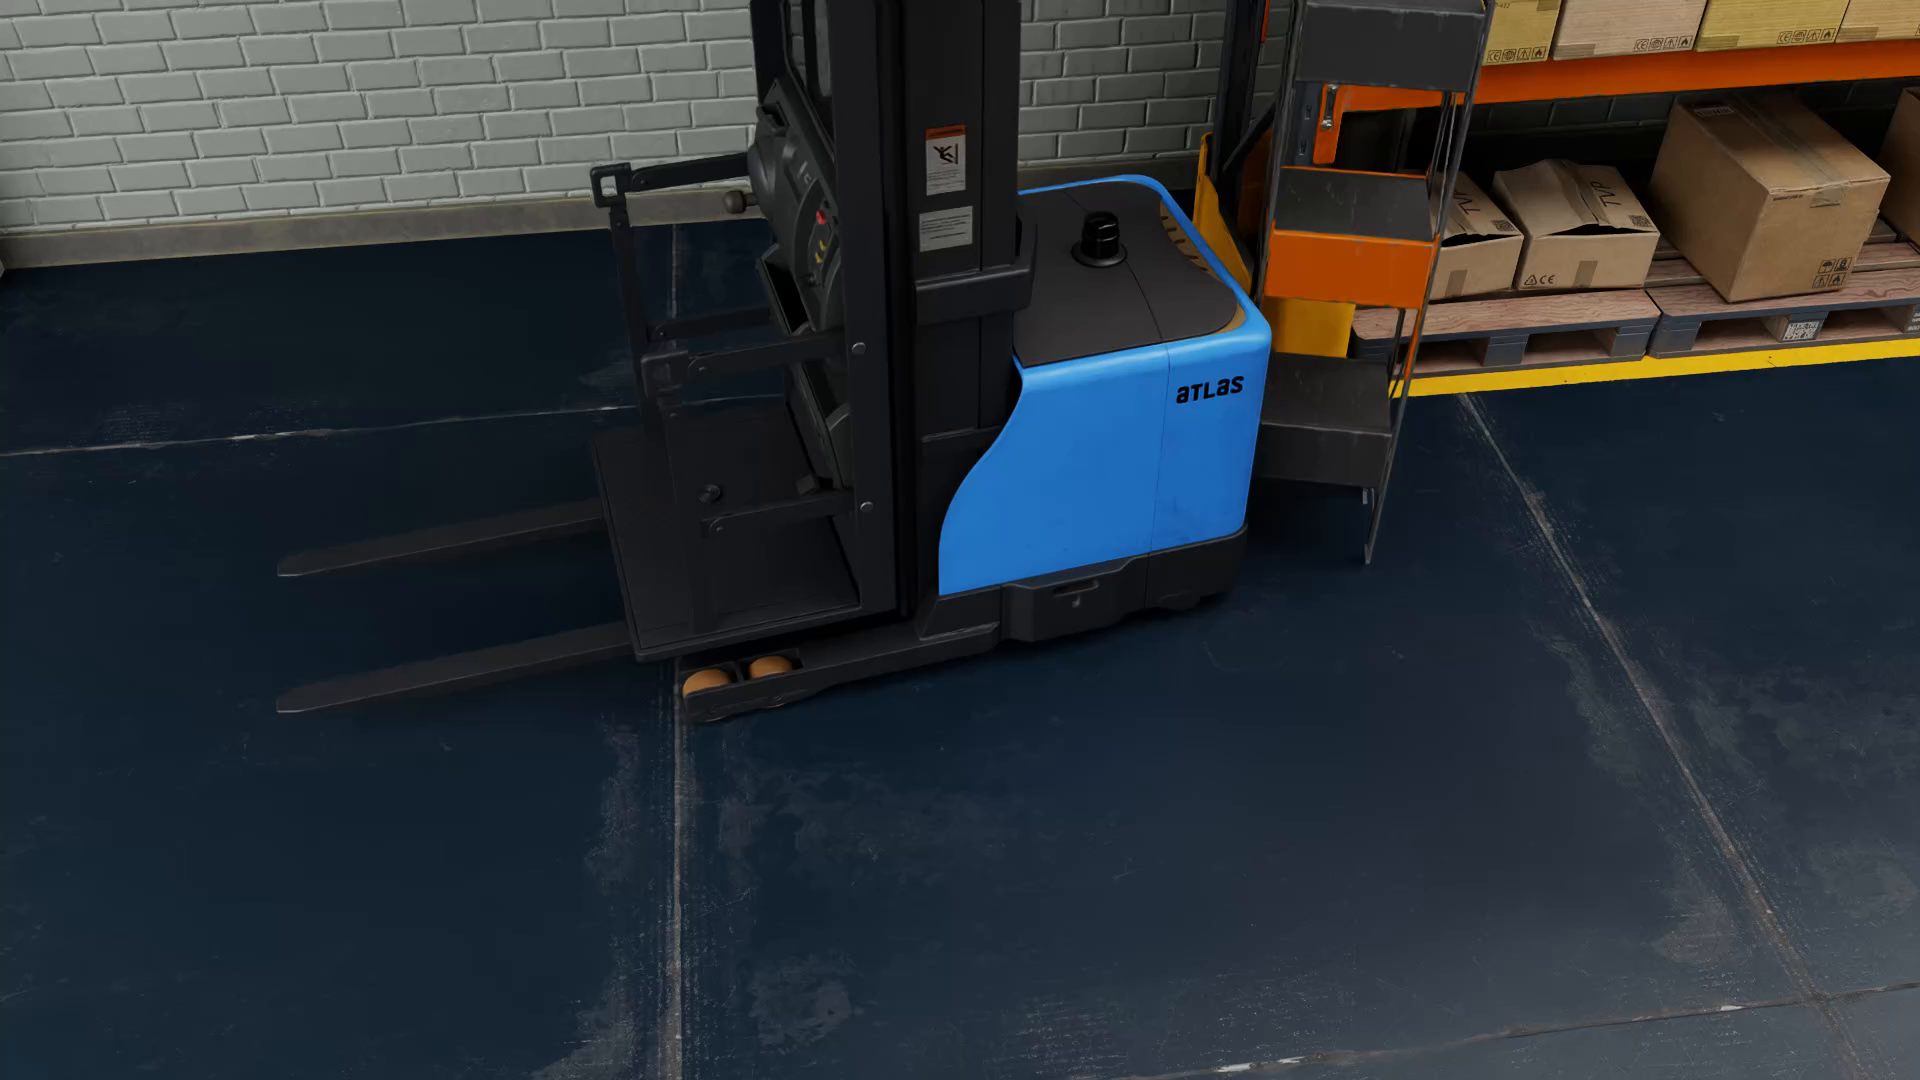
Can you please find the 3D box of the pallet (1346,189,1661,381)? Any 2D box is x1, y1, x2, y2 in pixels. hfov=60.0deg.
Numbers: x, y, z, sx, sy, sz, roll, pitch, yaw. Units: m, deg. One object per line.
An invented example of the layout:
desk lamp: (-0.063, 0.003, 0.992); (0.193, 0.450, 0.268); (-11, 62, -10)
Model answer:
pallet: (2.040, -1.065, 6.773); (1.213, 0.211, 1.003); (-5, 42, -6)

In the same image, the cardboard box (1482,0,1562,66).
cardboard box: (1.679, -1.830, 5.636); (0.500, 0.250, 0.500); (-6, 42, -7)

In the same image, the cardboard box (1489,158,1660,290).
cardboard box: (2.417, -1.261, 6.588); (0.500, 0.311, 0.500); (-2, 42, -2)

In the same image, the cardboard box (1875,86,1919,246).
cardboard box: (4.096, -1.513, 6.725); (0.500, 0.500, 0.500); (-8, 43, -9)

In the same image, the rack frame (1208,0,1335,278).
rack frame: (1.154, -2.047, 5.780); (0.127, 3.000, 1.000); (-5, 42, -6)

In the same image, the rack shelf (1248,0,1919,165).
rack shelf: (3.137, -1.953, 6.213); (4.000, 0.370, 1.077); (-5, 42, -6)

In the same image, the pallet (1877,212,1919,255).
pallet: (4.459, -1.277, 7.008); (1.213, 0.211, 1.003); (-5, 42, -6)

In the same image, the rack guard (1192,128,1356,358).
rack guard: (1.229, -1.125, 6.624); (0.348, 0.500, 1.175); (-5, 42, -6)

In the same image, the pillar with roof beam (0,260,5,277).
pillar with roof beam: (-3.655, -1.530, 0.727); (0.400, 9.000, 9.100); (-5, 42, -6)

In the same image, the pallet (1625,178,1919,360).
pallet: (3.247, -1.169, 6.888); (1.213, 0.211, 1.003); (-5, 42, -6)

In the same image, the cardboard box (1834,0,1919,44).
cardboard box: (3.200, -1.967, 5.788); (0.500, 0.250, 0.500); (-5, 42, -5)

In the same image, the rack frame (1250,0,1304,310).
rack frame: (0.934, -0.878, 5.156); (0.015, 2.100, 0.400); (6, 42, 6)

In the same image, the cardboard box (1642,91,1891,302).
cardboard box: (3.151, -1.362, 6.558); (0.500, 0.500, 0.700); (-7, 43, -8)

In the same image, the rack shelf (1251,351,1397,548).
rack shelf: (1.175, -0.324, 5.607); (0.480, 0.518, 0.431); (6, 42, 6)

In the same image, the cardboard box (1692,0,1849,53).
cardboard box: (2.698, -1.925, 5.741); (0.500, 0.250, 0.500); (-6, 42, -6)

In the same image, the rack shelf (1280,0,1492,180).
rack shelf: (1.175, -1.364, 4.669); (0.480, 0.518, 0.431); (6, 42, 6)

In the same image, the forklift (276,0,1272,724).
forklift: (-0.644, -0.925, 4.588); (3.031, 2.935, 1.130); (-11, 43, -12)

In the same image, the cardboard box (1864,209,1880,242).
cardboard box: (3.532, -1.373, 6.833); (0.250, 0.149, 0.380); (-8, 43, -9)

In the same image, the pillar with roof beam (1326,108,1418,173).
pillar with roof beam: (2.294, -2.051, 1.305); (0.400, 9.000, 9.100); (-5, 42, -6)

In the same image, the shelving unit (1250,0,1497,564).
shelving unit: (1.175, -0.854, 5.129); (0.503, 2.100, 0.431); (6, 42, 6)

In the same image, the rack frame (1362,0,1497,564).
rack frame: (1.417, -0.830, 5.102); (0.015, 2.100, 0.400); (6, 42, 6)

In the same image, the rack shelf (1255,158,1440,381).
rack shelf: (1.175, -0.844, 5.138); (0.480, 0.518, 0.431); (6, 42, 6)

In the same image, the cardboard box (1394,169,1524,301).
cardboard box: (1.852, -1.212, 6.533); (0.500, 0.311, 0.500); (-9, 43, -10)

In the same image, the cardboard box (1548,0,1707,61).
cardboard box: (2.192, -1.885, 5.697); (0.500, 0.250, 0.500); (-6, 42, -7)
